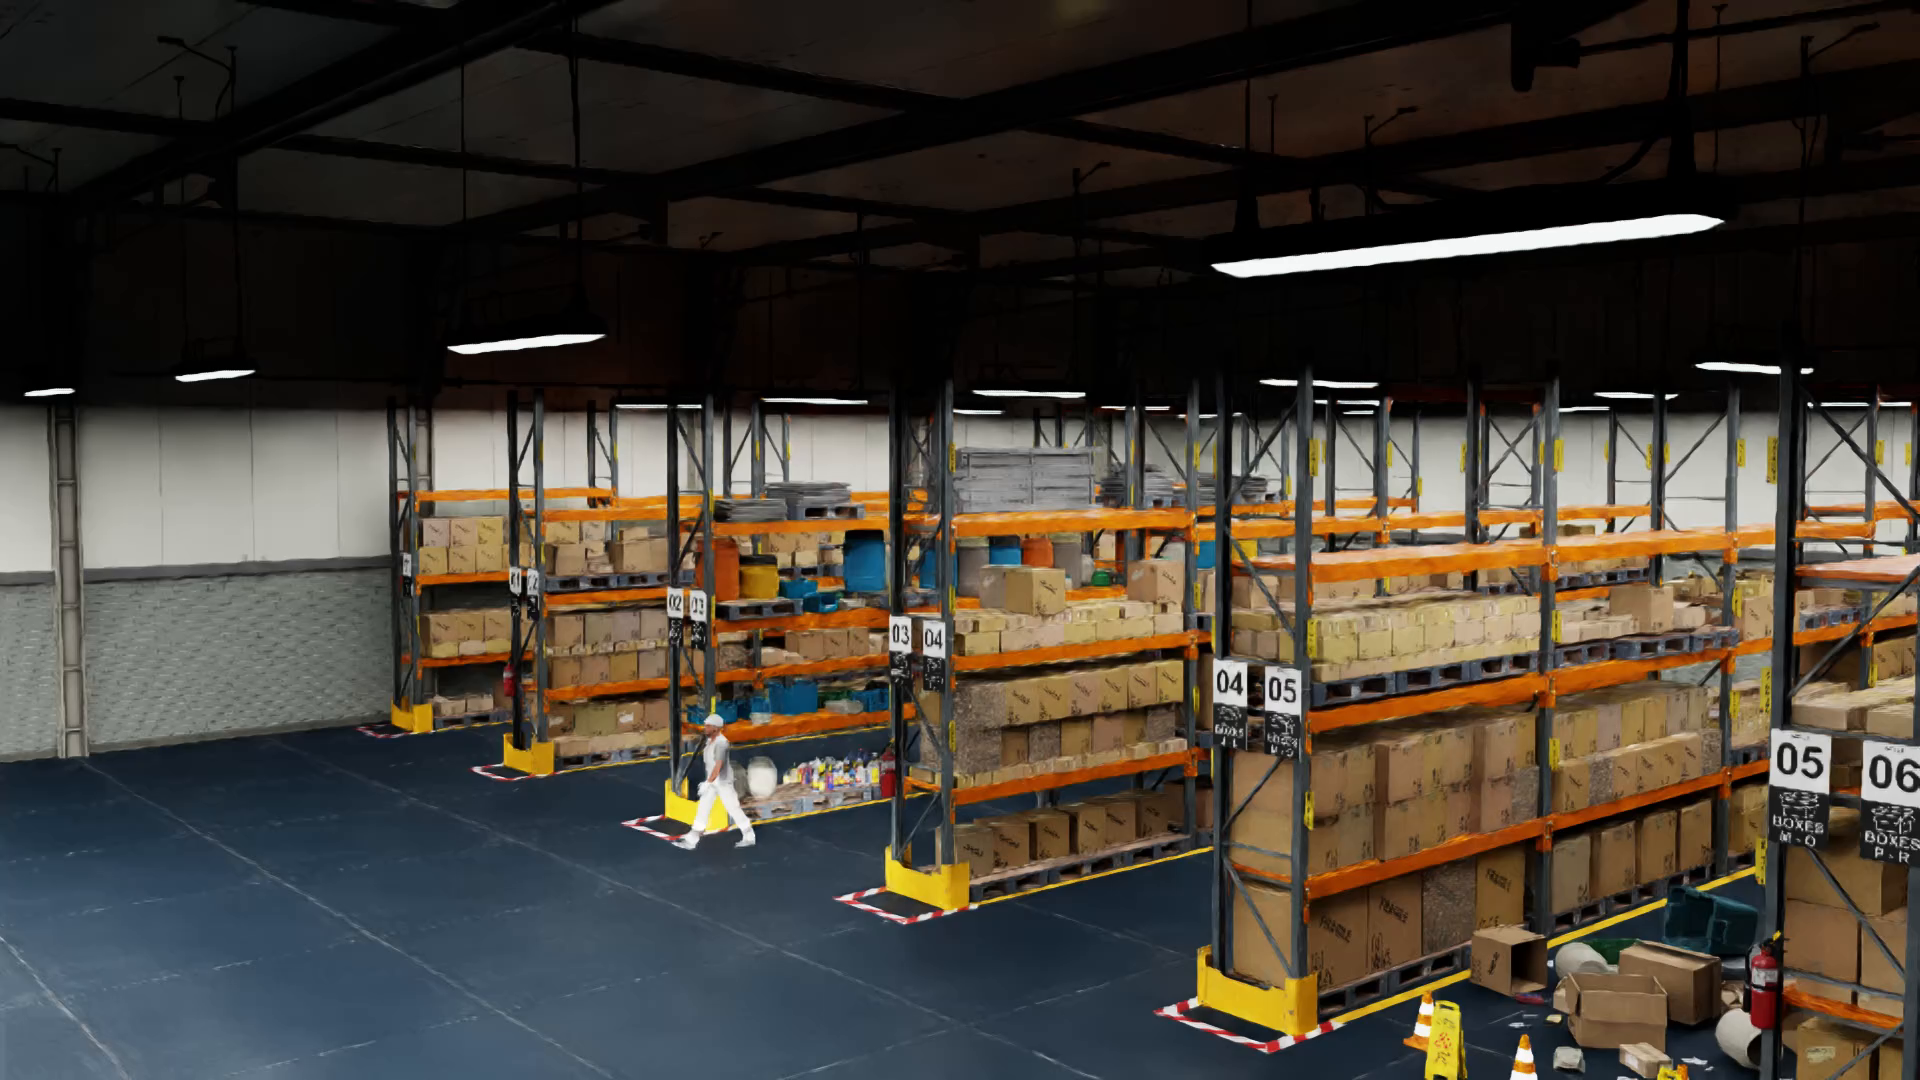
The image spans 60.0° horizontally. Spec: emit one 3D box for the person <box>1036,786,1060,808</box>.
[{"bbox_3d":[1.225,2.917,23.161,0.661,1.762,0.559,-1,3,-12],"label":"person"}]

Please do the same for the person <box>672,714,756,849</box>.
[{"bbox_3d":[-3.100,3.059,21.041,1.036,1.728,0.533,-2,4,-32],"label":"person"}]
